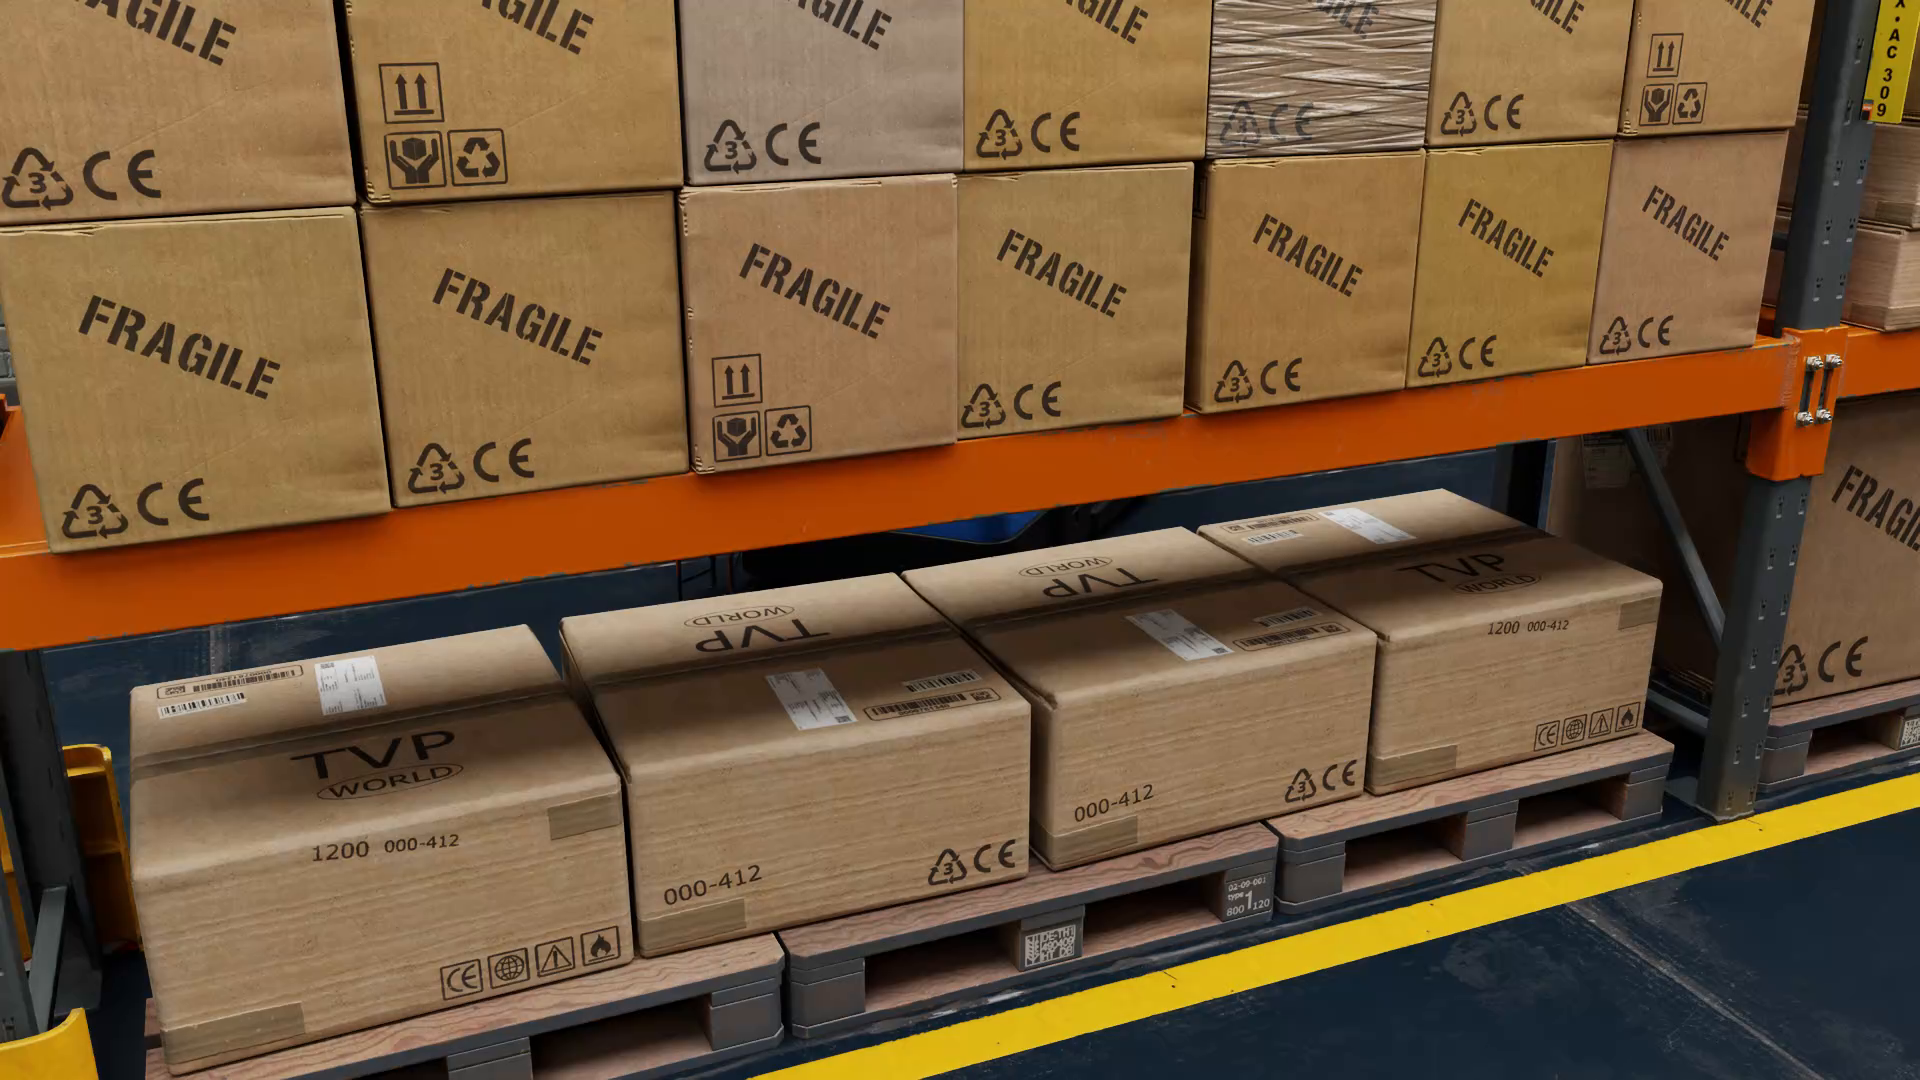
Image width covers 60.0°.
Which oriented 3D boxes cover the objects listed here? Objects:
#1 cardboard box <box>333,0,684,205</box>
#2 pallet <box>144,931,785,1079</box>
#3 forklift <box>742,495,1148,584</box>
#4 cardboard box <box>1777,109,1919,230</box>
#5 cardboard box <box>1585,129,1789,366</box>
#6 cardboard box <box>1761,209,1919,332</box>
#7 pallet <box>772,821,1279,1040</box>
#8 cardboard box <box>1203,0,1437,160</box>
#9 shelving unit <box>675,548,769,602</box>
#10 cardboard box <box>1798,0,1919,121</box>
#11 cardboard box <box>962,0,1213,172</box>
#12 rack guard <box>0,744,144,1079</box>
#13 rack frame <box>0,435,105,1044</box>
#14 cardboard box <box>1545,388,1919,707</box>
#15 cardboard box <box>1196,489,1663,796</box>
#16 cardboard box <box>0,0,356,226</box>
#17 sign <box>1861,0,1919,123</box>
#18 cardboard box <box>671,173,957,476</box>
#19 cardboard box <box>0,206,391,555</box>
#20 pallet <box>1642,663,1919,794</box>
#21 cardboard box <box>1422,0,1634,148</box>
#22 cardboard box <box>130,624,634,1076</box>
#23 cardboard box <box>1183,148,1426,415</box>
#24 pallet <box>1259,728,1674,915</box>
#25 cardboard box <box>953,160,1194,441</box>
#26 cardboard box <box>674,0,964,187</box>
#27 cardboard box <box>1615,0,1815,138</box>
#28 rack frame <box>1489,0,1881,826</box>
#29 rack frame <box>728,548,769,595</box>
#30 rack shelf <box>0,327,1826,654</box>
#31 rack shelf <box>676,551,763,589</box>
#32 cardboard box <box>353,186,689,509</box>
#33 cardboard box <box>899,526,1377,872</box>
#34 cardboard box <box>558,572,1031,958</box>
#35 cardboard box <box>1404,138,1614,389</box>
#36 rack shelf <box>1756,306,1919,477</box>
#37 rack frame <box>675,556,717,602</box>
[{"bbox_3d":[-0.789,-0.861,2.796,0.500,0.500,0.500,-9,21,-23],"label":"cardboard box"},{"bbox_3d":[-1.111,0.890,3.676,1.213,0.211,1.003,-8,21,-22],"label":"pallet"},{"bbox_3d":[0.251,-1.595,6.640,1.130,2.935,3.031,8,21,22],"label":"forklift"},{"bbox_3d":[2.375,-0.959,4.203,0.500,0.250,0.500,-9,21,-23],"label":"cardboard box"},{"bbox_3d":[1.534,-0.731,3.930,0.500,0.500,0.500,-8,21,-21],"label":"cardboard box"},{"bbox_3d":[2.367,-0.729,4.302,0.500,0.250,0.500,-9,21,-23],"label":"cardboard box"},{"bbox_3d":[0.008,0.731,4.129,1.213,0.211,1.003,-8,21,-22],"label":"pallet"},{"bbox_3d":[0.602,-1.061,3.362,0.500,0.500,0.500,-8,21,-21],"label":"cardboard box"},{"bbox_3d":[-0.838,-0.276,5.724,0.252,1.050,0.215,12,23,31],"label":"shelving unit"},{"bbox_3d":[2.377,-1.311,4.074,0.500,0.500,0.500,-8,21,-21],"label":"cardboard box"},{"bbox_3d":[0.138,-0.997,3.182,0.500,0.500,0.500,-8,21,-22],"label":"cardboard box"},{"bbox_3d":[-1.836,0.886,3.253,0.348,0.500,1.175,-8,21,-22],"label":"rack guard"},{"bbox_3d":[-1.814,-0.296,2.847,0.127,3.000,1.000,-8,21,-22],"label":"rack frame"},{"bbox_3d":[2.396,-0.124,4.925,0.875,0.875,0.875,-7,21,-20],"label":"cardboard box"},{"bbox_3d":[1.240,0.238,4.555,0.875,0.438,0.875,-8,21,-23],"label":"cardboard box"},{"bbox_3d":[-1.260,-0.791,2.597,0.500,0.500,0.500,-9,21,-23],"label":"cardboard box"},{"bbox_3d":[2.080,-1.099,3.704,0.005,0.325,0.100,-8,21,-22],"label":"sign"},{"bbox_3d":[-0.332,-0.455,3.148,0.500,0.500,0.500,-8,21,-22],"label":"cardboard box"},{"bbox_3d":[-1.260,-0.319,2.761,0.500,0.500,0.500,-8,21,-22],"label":"cardboard box"},{"bbox_3d":[2.537,0.368,5.158,1.213,0.211,1.003,-8,21,-22],"label":"pallet"},{"bbox_3d":[1.066,-1.131,3.561,0.500,0.500,0.500,-8,21,-23],"label":"cardboard box"},{"bbox_3d":[-1.248,0.597,3.536,0.875,0.438,0.875,-9,21,-24],"label":"cardboard box"},{"bbox_3d":[0.608,-0.591,3.532,0.500,0.500,0.500,-8,21,-23],"label":"cardboard box"},{"bbox_3d":[1.130,0.569,4.588,1.213,0.211,1.003,-8,21,-22],"label":"pallet"},{"bbox_3d":[0.121,-0.526,3.350,0.500,0.500,0.500,-7,21,-20],"label":"cardboard box"},{"bbox_3d":[-0.319,-0.931,2.995,0.500,0.500,0.500,-8,21,-22],"label":"cardboard box"},{"bbox_3d":[1.535,-1.195,3.743,0.500,0.500,0.500,-8,21,-22],"label":"cardboard box"},{"bbox_3d":[1.859,-0.822,4.341,0.127,3.000,1.000,-8,21,-22],"label":"rack frame"},{"bbox_3d":[-0.736,-0.254,5.662,0.008,1.050,0.200,12,23,31],"label":"rack frame"},{"bbox_3d":[0.022,-0.220,3.714,4.000,0.370,1.077,-8,21,-22],"label":"rack shelf"},{"bbox_3d":[-0.838,-0.004,5.820,0.240,0.259,0.215,12,23,31],"label":"rack shelf"},{"bbox_3d":[-0.806,-0.394,2.974,0.500,0.500,0.500,-8,21,-23],"label":"cardboard box"},{"bbox_3d":[0.418,0.356,4.220,0.875,0.438,0.875,-9,21,-24],"label":"cardboard box"},{"bbox_3d":[-0.411,0.474,3.885,0.875,0.438,0.875,-8,21,-20],"label":"cardboard box"},{"bbox_3d":[1.064,-0.661,3.733,0.500,0.500,0.500,-9,21,-23],"label":"cardboard box"},{"bbox_3d":[3.695,-0.746,5.208,4.000,0.370,1.077,-8,21,-22],"label":"rack shelf"},{"bbox_3d":[-0.941,-0.298,5.787,0.008,1.050,0.200,12,23,31],"label":"rack frame"}]
